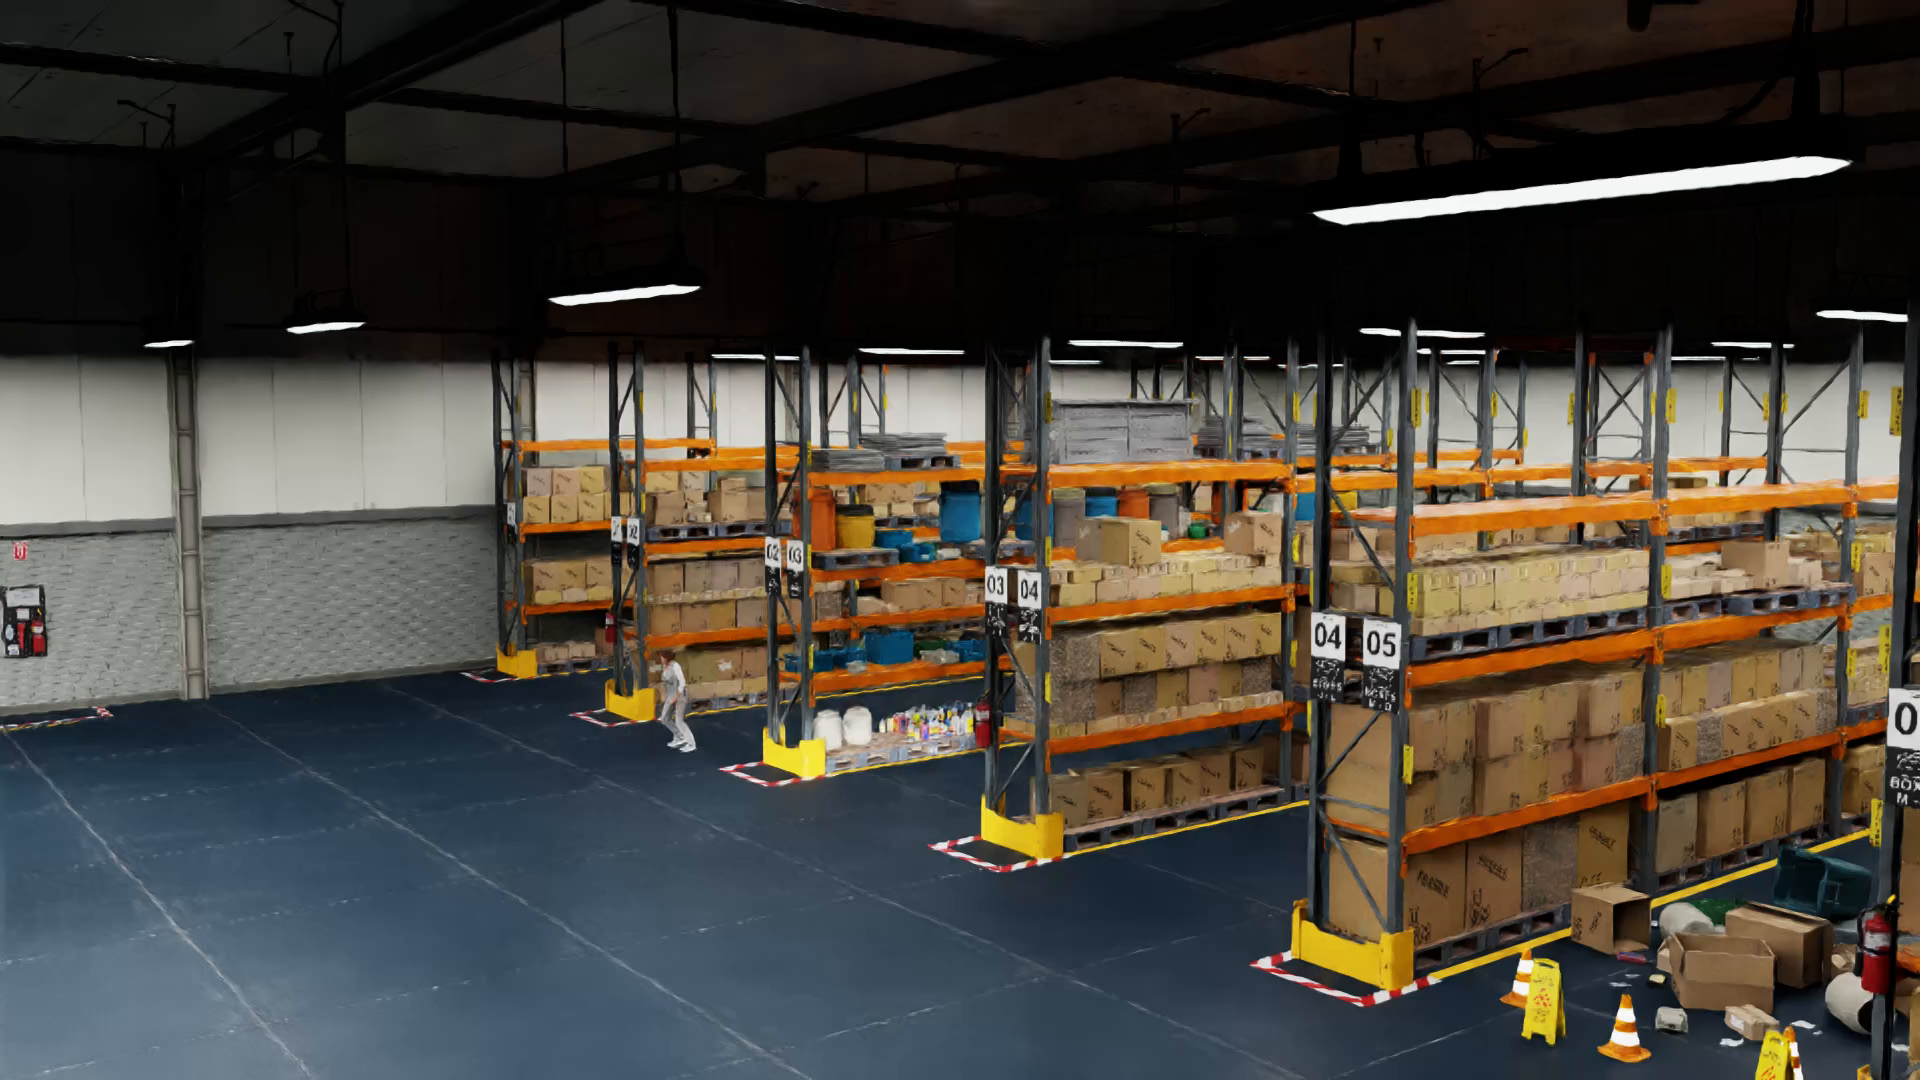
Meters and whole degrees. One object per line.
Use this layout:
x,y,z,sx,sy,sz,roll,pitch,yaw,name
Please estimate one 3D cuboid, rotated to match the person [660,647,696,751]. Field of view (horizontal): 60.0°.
-4.104,2.290,24.073,0.519,1.541,0.566,-4,6,-39,person
